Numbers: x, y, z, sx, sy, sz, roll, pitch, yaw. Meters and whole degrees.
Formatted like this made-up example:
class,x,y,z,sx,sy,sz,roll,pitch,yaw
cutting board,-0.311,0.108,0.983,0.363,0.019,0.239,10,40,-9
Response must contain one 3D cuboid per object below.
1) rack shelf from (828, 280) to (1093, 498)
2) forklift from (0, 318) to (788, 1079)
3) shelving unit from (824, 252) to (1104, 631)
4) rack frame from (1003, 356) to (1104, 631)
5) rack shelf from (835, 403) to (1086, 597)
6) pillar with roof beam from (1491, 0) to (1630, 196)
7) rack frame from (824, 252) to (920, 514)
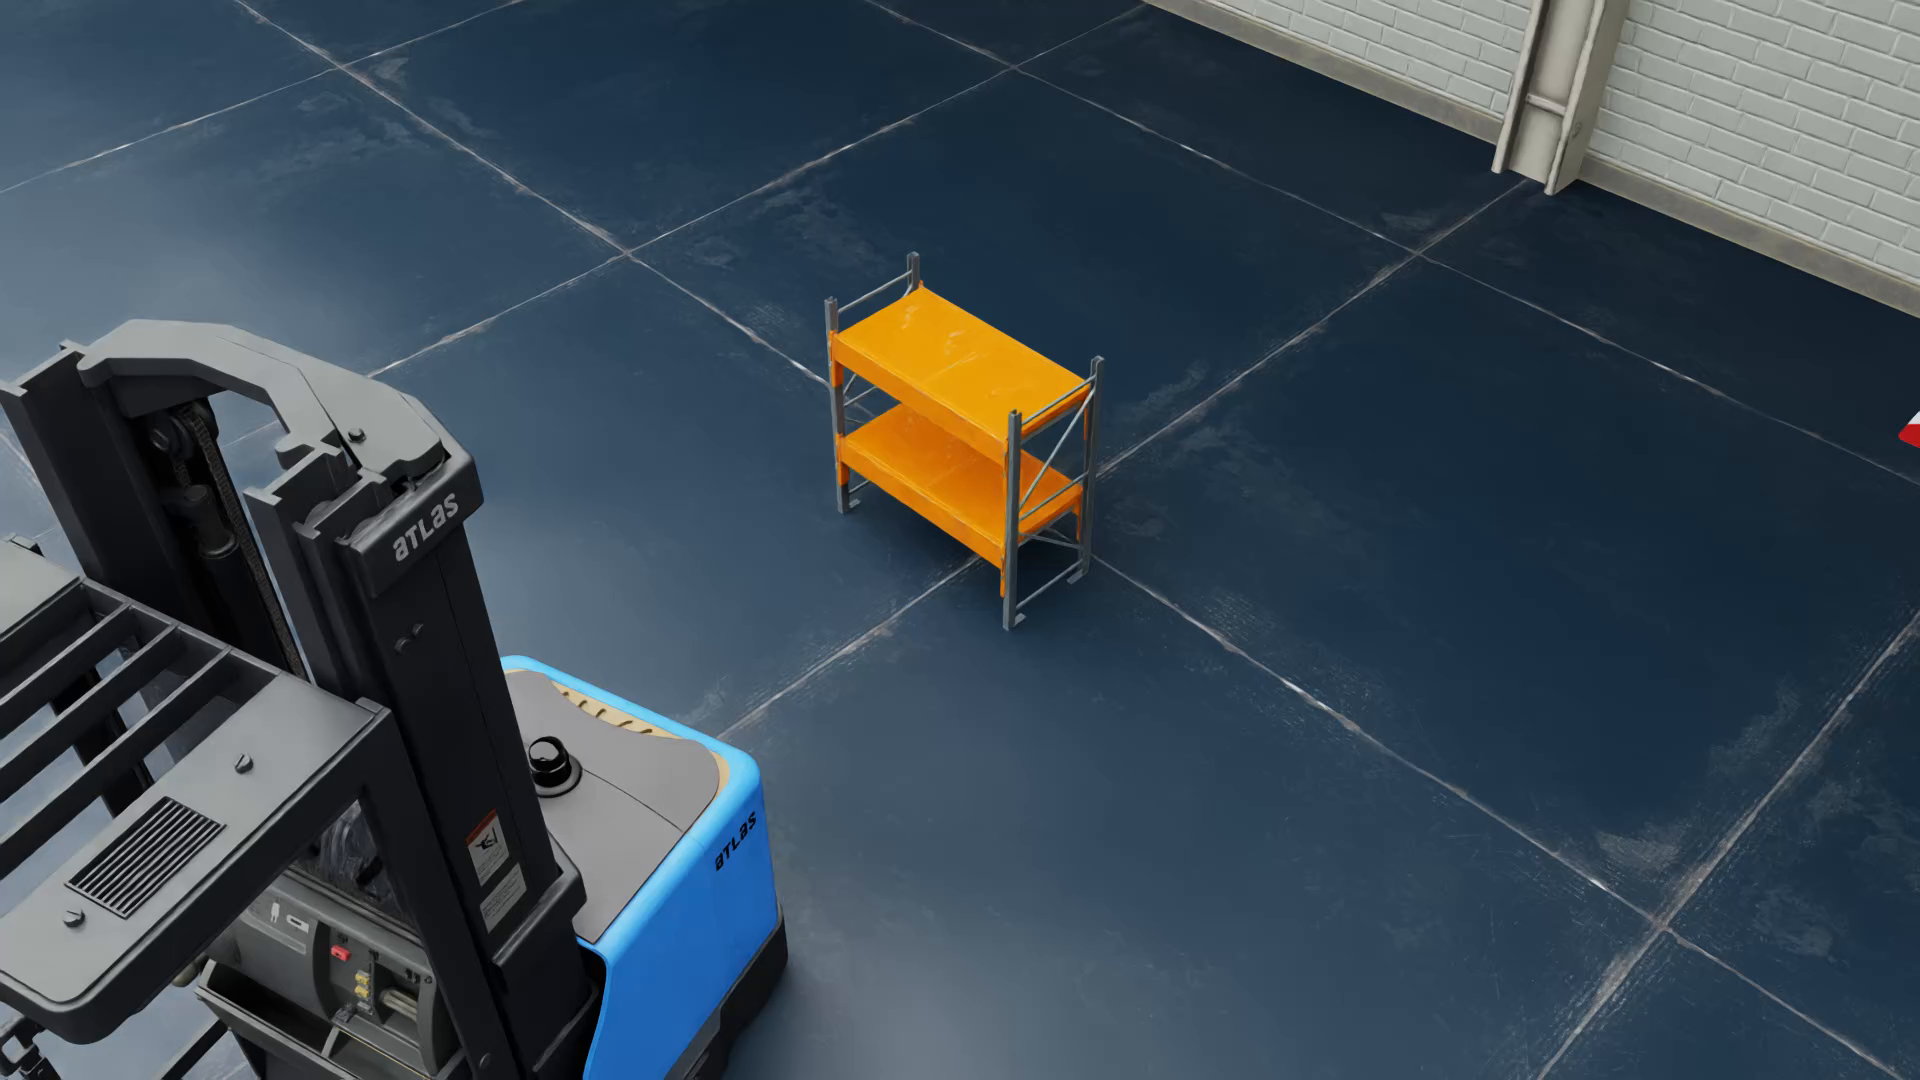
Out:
class,x,y,z,sx,sy,sz,roll,pitch,yaw
rack shelf,0.005,-0.625,6.666,0.538,0.278,1.000,-34,53,-31
forklift,-1.724,1.092,3.909,1.130,2.935,3.031,20,46,20
shelving unit,0.005,-0.410,6.865,0.538,1.125,1.048,-34,53,-31
rack frame,0.364,-0.166,6.600,0.500,1.125,0.032,-34,53,-31
rack shelf,0.005,-0.230,7.031,0.538,0.278,1.000,-34,53,-31
pillar with roof beam,0.246,-3.343,4.237,9.100,9.000,0.400,-34,53,-31
rack frame,-0.354,-0.654,7.129,0.500,1.125,0.032,-34,53,-31
